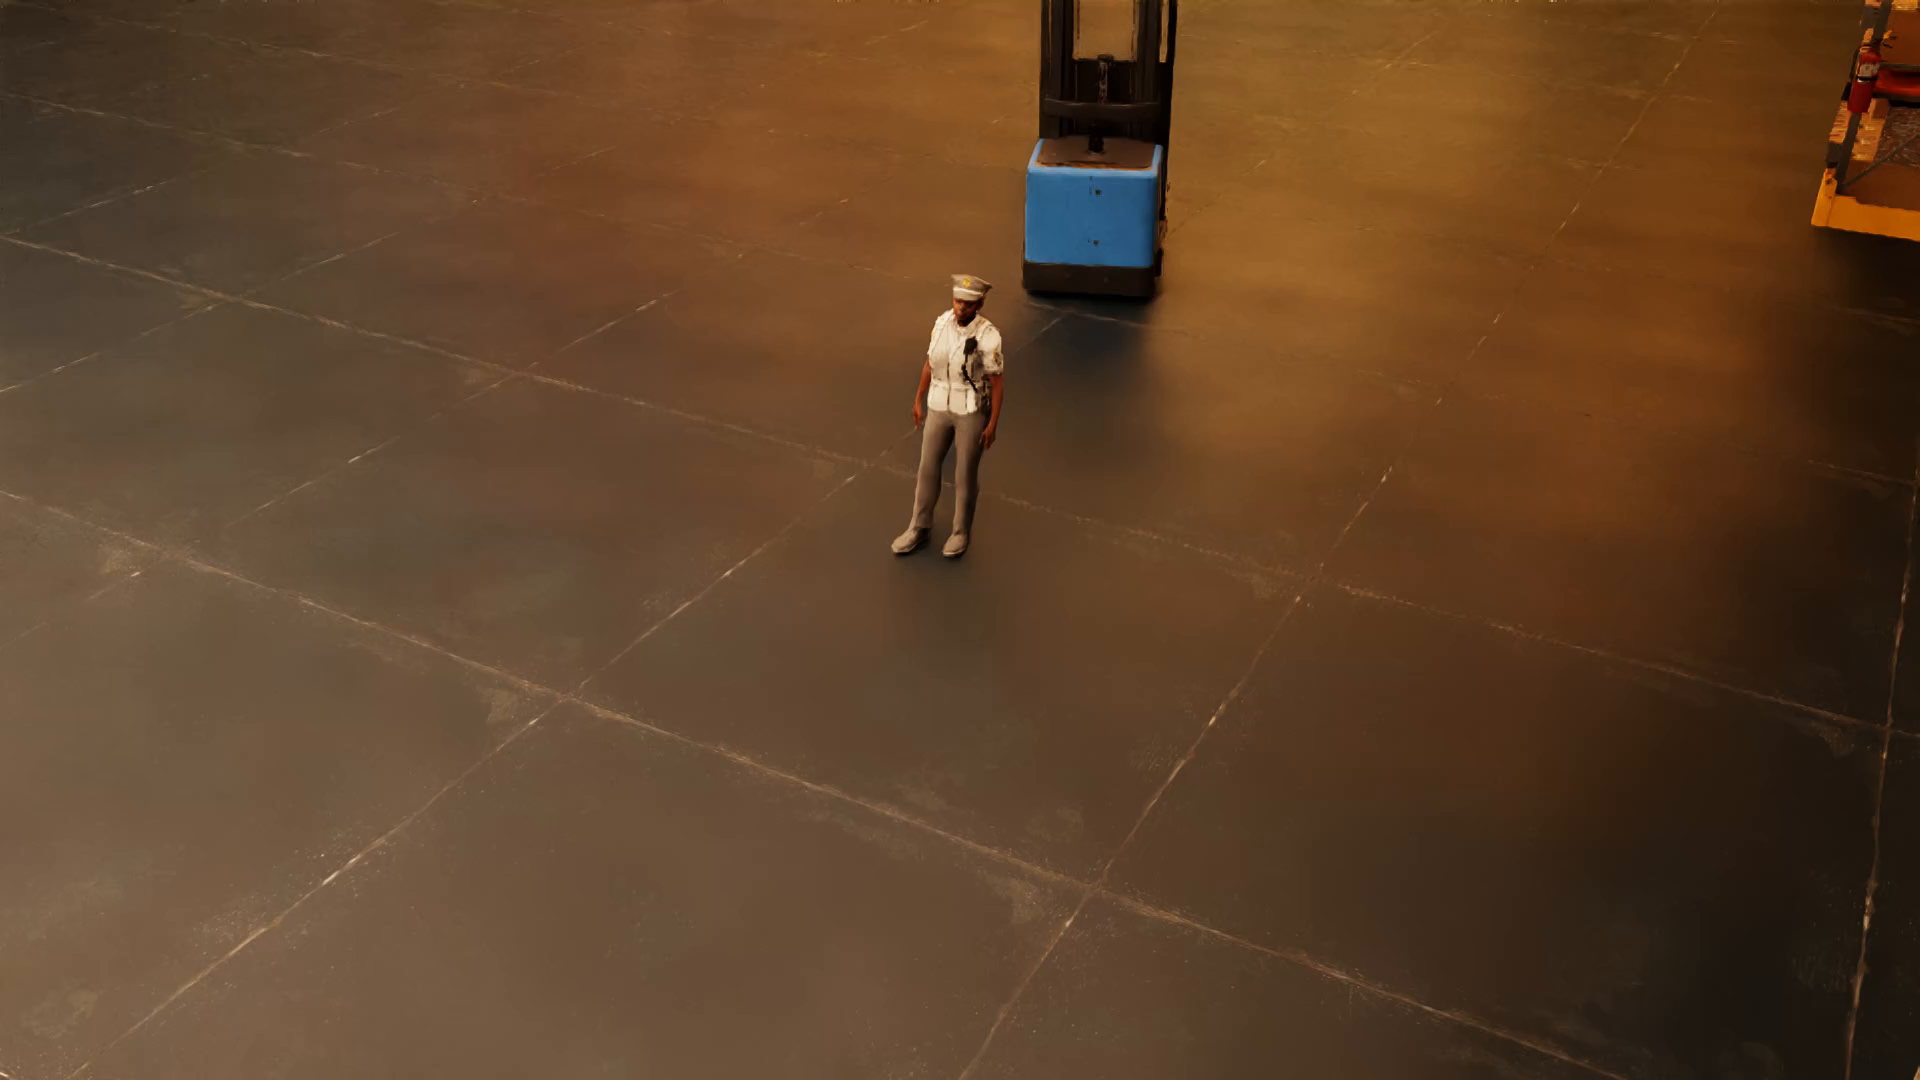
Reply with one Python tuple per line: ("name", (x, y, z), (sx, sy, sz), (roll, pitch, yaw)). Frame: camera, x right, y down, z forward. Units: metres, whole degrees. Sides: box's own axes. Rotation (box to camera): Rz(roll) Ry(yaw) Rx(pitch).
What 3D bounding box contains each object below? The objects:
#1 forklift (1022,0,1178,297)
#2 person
("forklift", (1.243, -3.921, 13.865), (1.130, 2.935, 3.031), (4, 30, 8))
("person", (-0.053, -0.712, 9.527), (0.570, 1.693, 0.529), (15, 33, 25))
